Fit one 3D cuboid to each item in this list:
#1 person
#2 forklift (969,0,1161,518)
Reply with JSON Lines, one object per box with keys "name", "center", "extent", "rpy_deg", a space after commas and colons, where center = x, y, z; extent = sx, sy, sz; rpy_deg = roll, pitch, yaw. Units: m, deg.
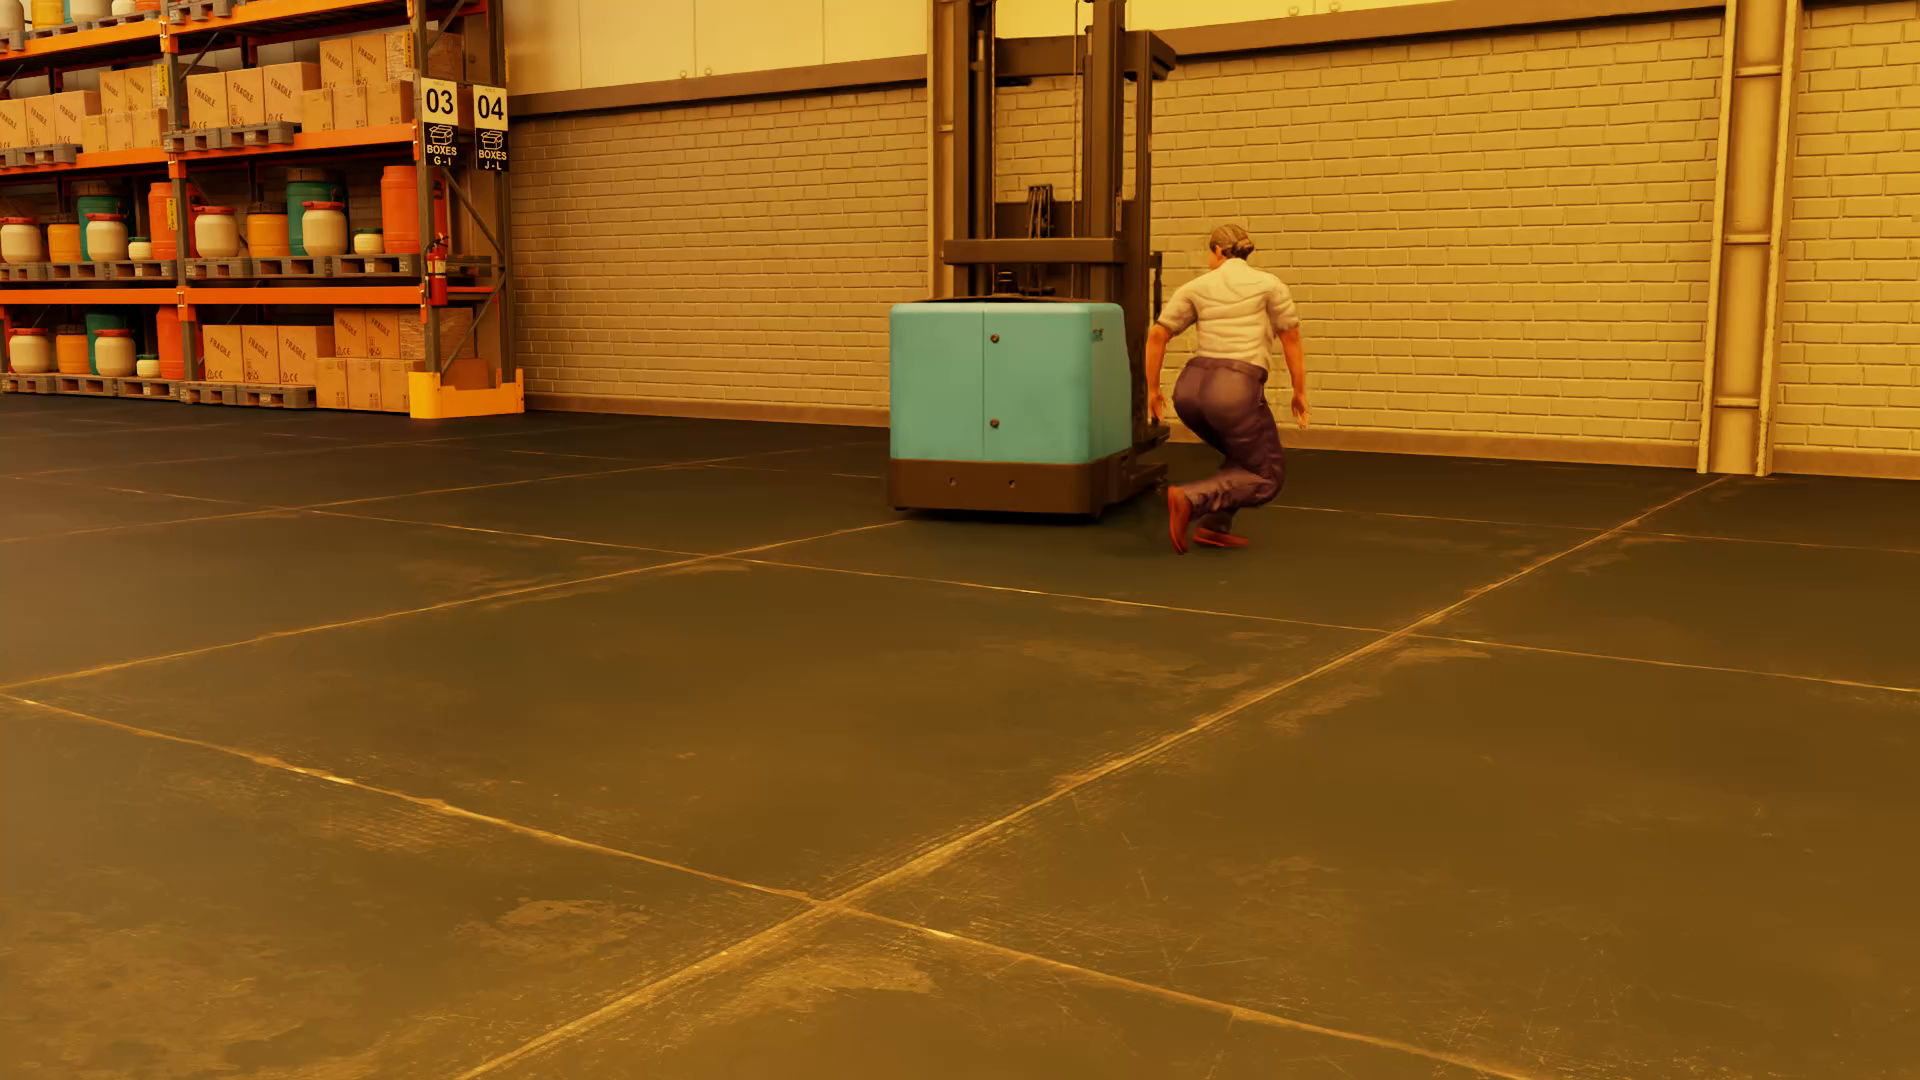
{"name": "person", "center": [1.097, -0.658, 7.271], "extent": [0.682, 1.439, 0.633], "rpy_deg": [-7, 11, -41]}
{"name": "forklift", "center": [0.579, -1.725, 9.327], "extent": [1.121, 2.935, 3.031], "rpy_deg": [3, 8, 18]}
